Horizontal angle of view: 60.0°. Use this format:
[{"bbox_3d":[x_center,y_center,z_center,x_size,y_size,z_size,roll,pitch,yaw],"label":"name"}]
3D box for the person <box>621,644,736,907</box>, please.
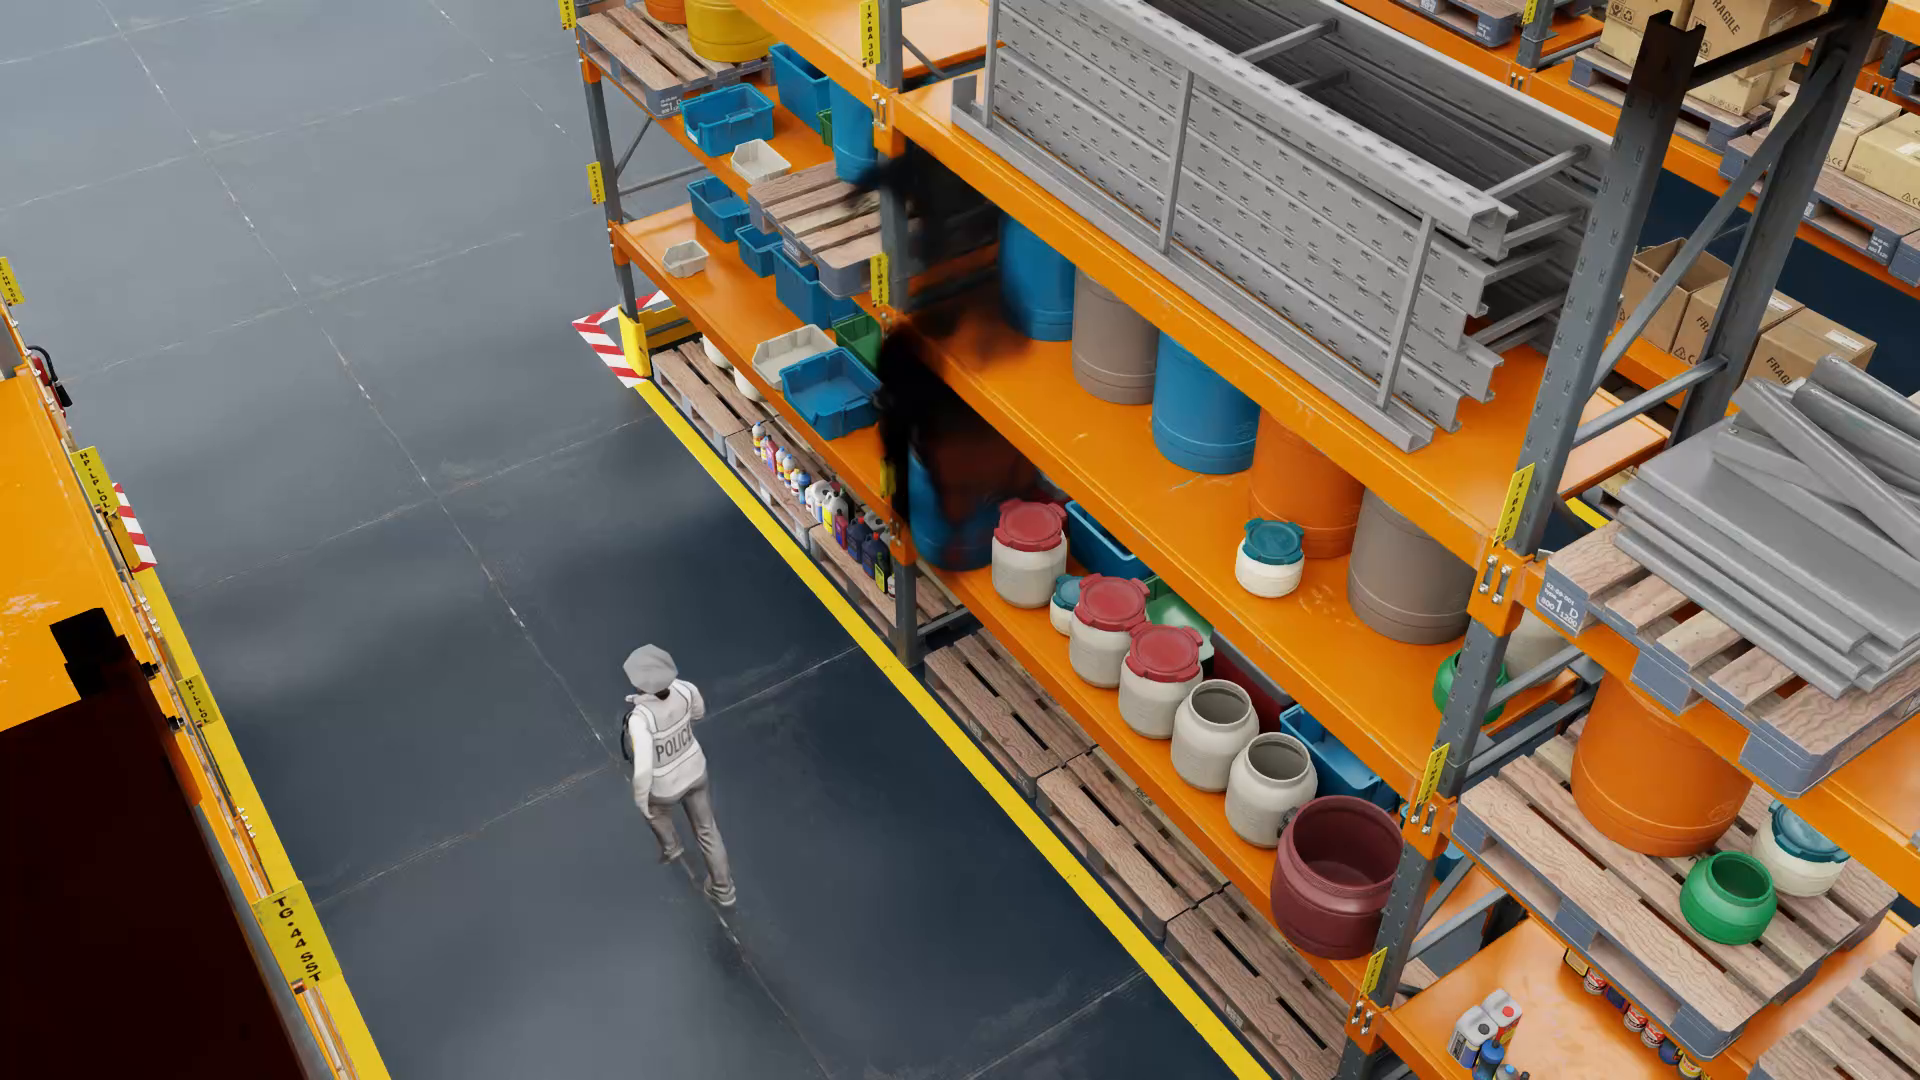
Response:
[{"bbox_3d":[-1.511,1.280,8.741,0.780,1.772,0.639,33,52,31],"label":"person"}]
